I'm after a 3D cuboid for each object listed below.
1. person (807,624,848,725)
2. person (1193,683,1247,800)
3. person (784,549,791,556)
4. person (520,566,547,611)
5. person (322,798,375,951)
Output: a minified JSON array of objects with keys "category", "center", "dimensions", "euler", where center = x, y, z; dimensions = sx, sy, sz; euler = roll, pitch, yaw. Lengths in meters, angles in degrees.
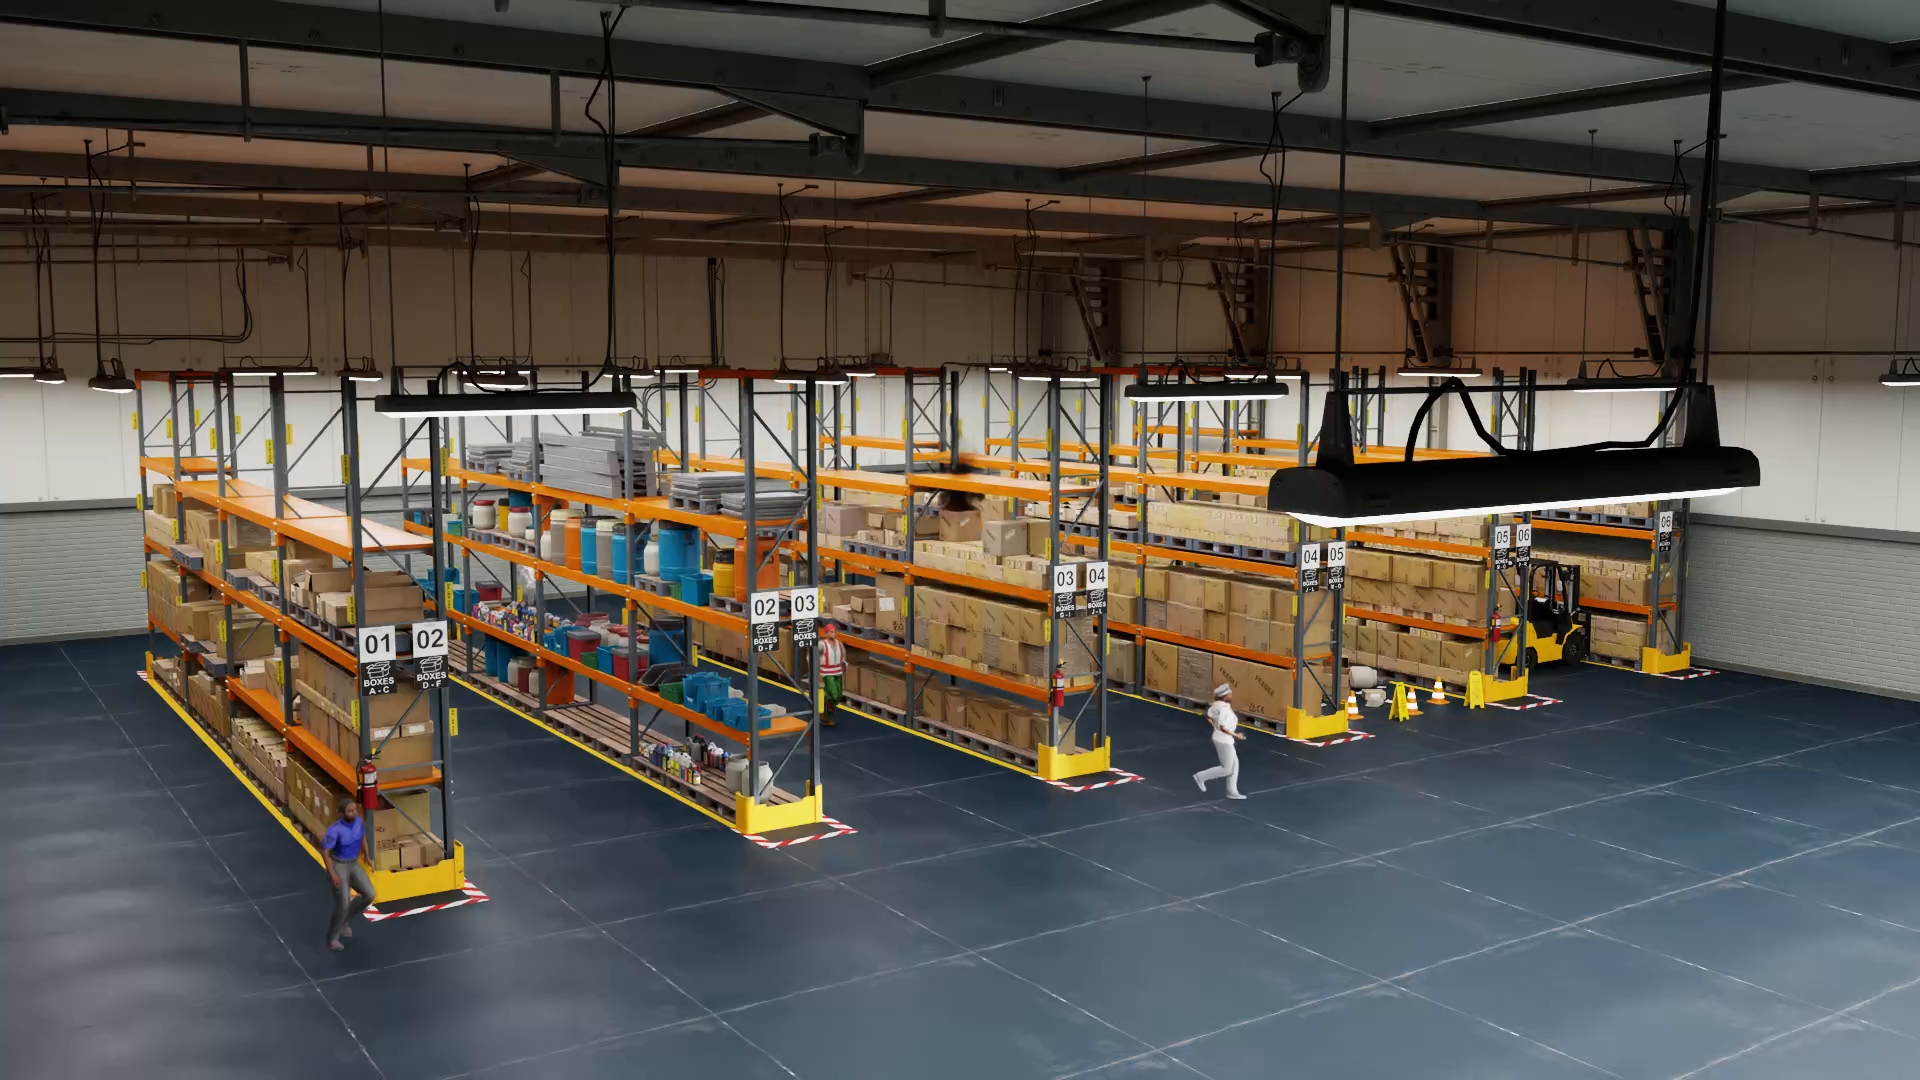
[{"category":"person","center":[-2.141,2.284,28.038],"dimensions":[0.644,1.742,0.599],"euler":[-5,8,-40]},{"category":"person","center":[3.686,2.860,23.542],"dimensions":[0.792,1.686,0.581],"euler":[0,6,-3]},{"category":"person","center":[-4.190,0.922,40.757],"dimensions":[0.644,1.668,0.634],"euler":[3,7,23]},{"category":"person","center":[-9.888,1.140,38.553],"dimensions":[0.929,1.703,0.620],"euler":[-2,7,-13]},{"category":"person","center":[-6.625,3.559,17.928],"dimensions":[0.451,1.552,0.699],"euler":[2,7,21]}]
